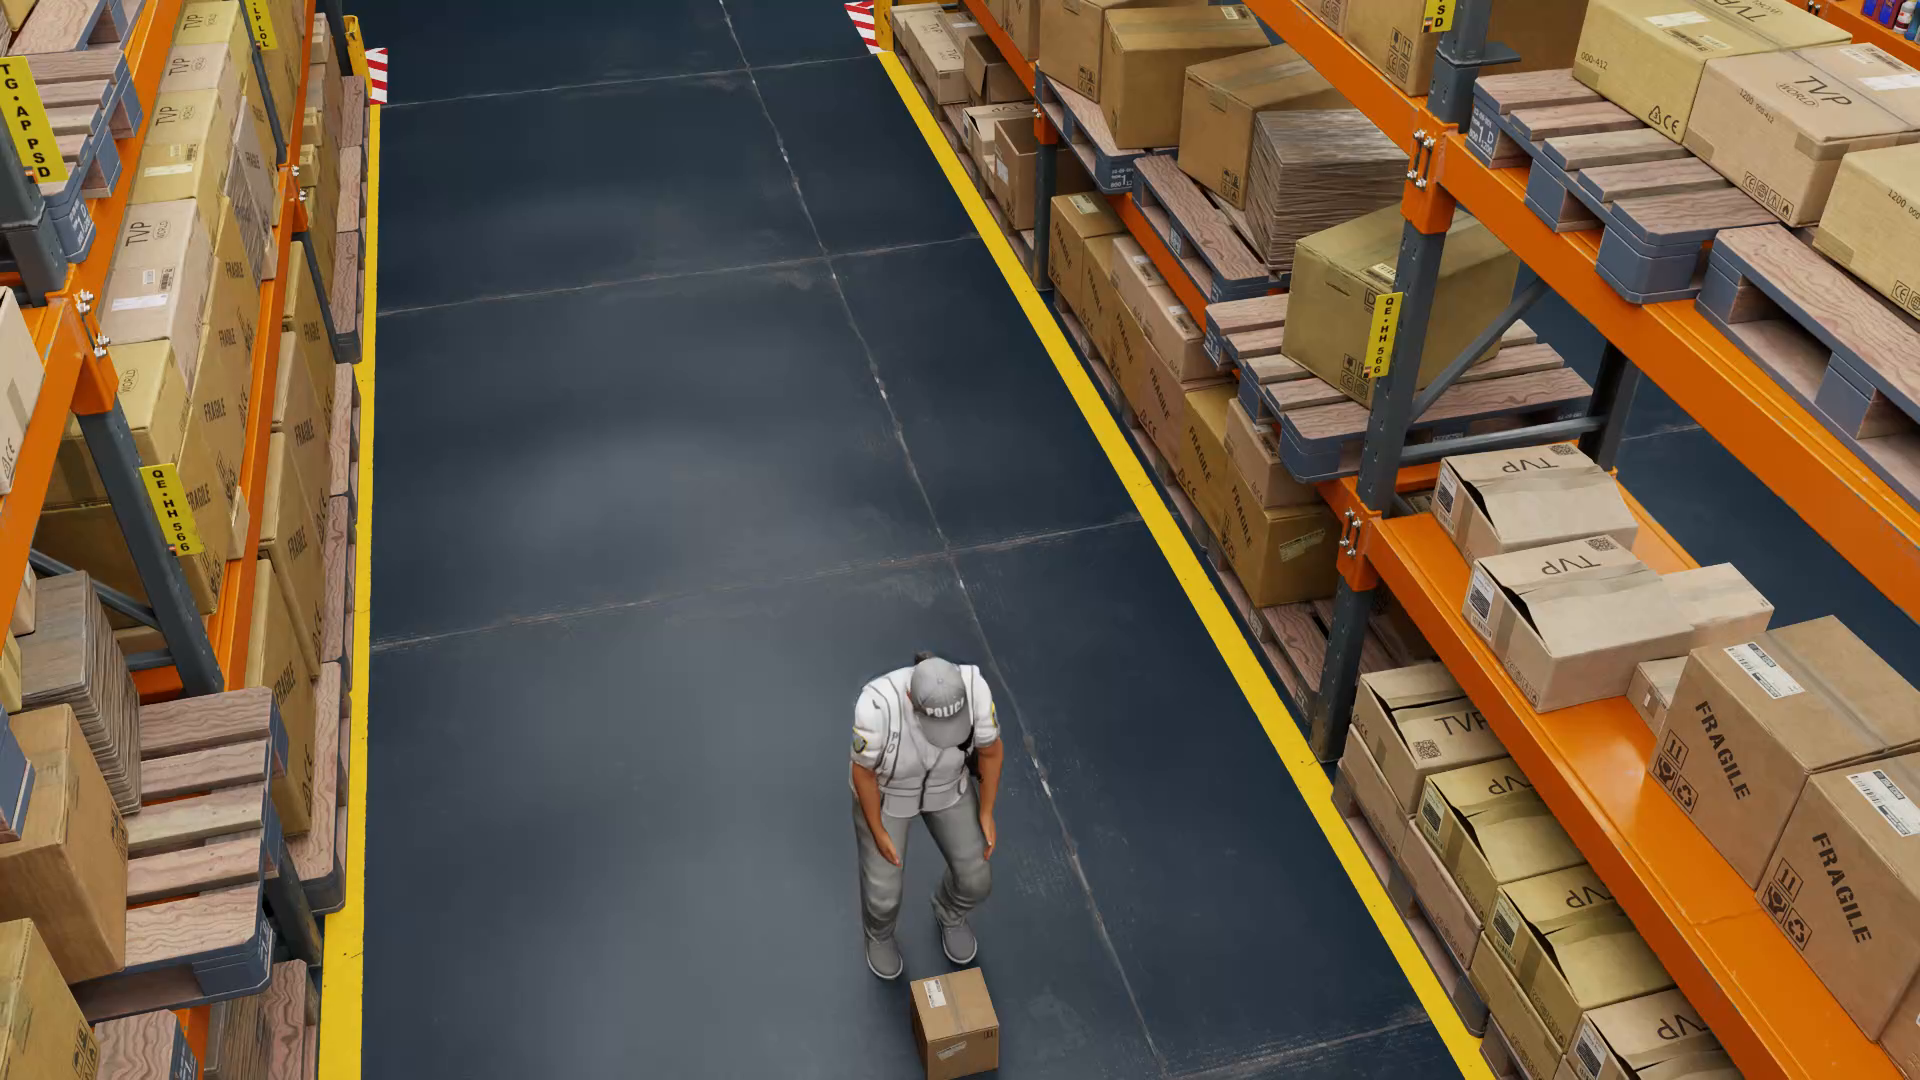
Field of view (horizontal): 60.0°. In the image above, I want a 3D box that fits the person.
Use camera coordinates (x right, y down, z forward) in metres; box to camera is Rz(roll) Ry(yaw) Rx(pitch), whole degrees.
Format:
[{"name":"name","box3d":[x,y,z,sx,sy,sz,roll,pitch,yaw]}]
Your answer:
[{"name":"person","box3d":[-0.112,0.898,5.690,0.519,1.541,0.591,-9,39,-11]}]
